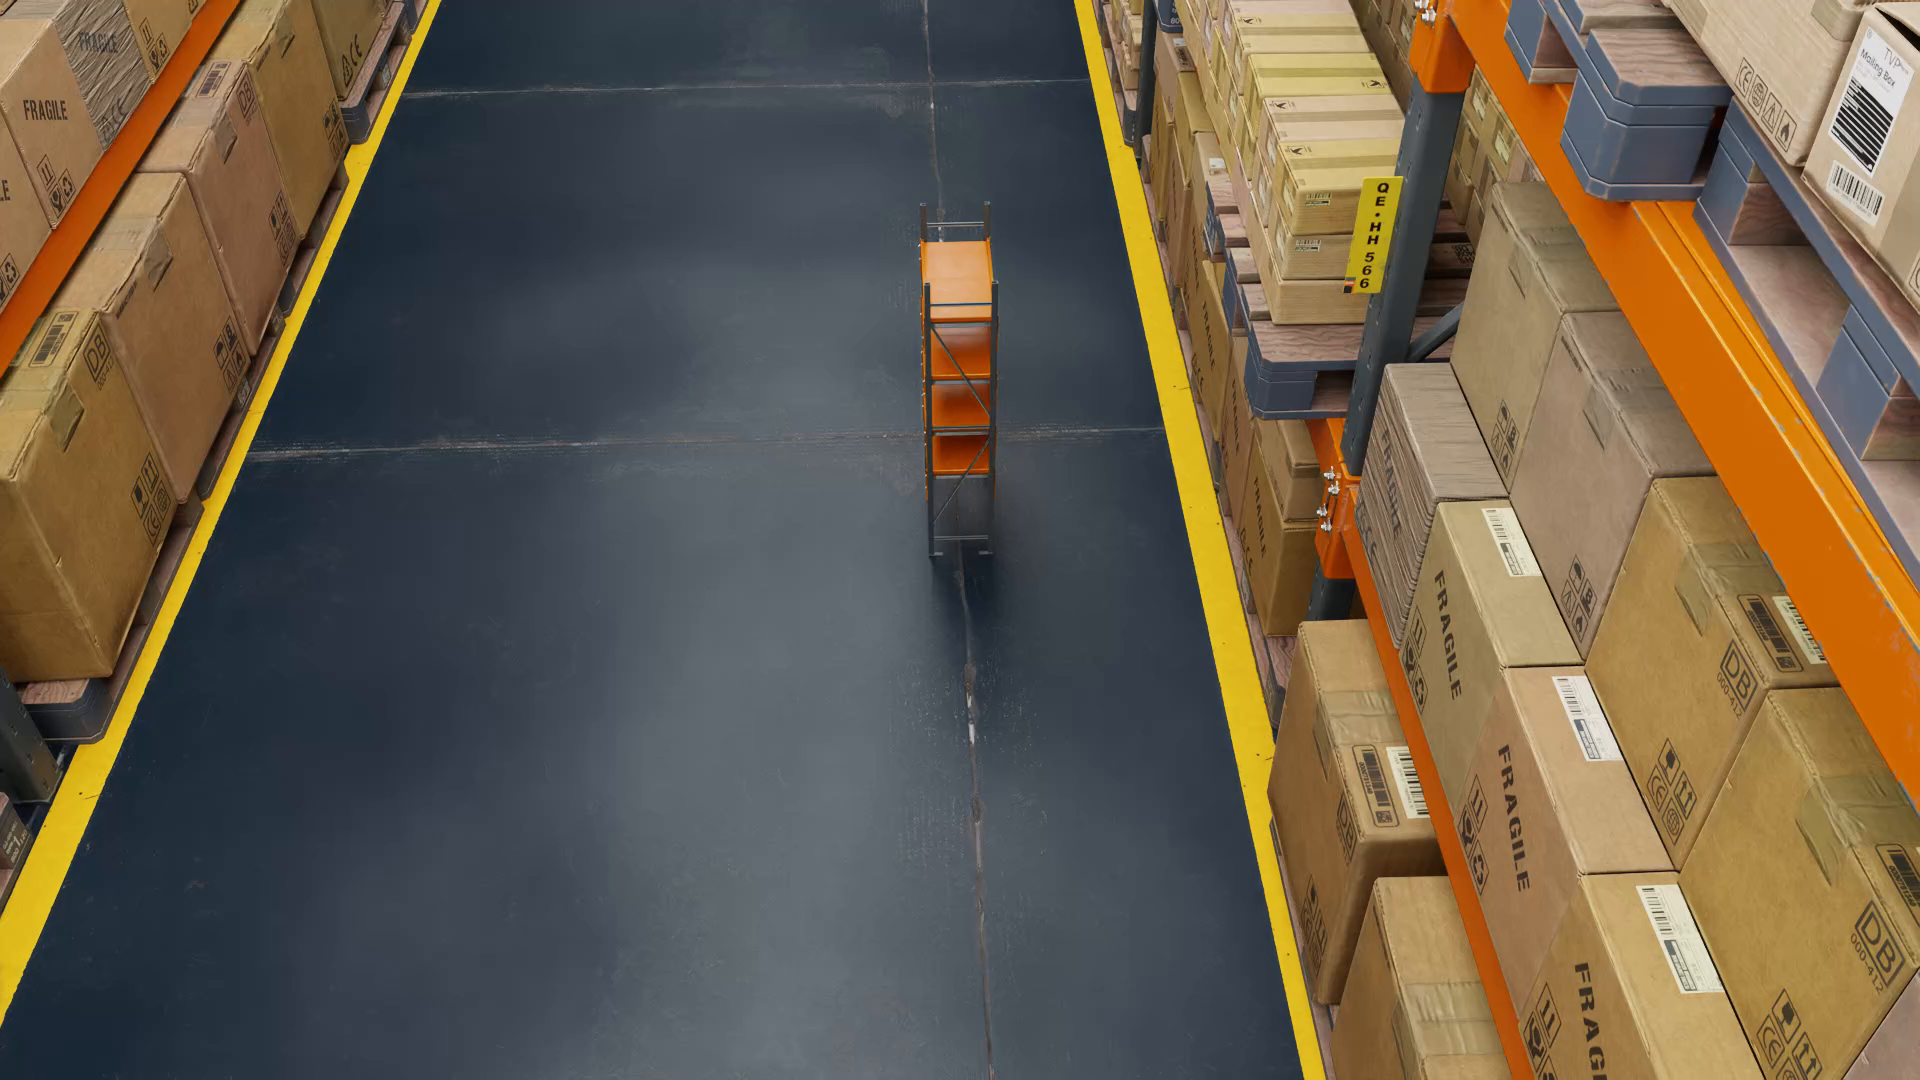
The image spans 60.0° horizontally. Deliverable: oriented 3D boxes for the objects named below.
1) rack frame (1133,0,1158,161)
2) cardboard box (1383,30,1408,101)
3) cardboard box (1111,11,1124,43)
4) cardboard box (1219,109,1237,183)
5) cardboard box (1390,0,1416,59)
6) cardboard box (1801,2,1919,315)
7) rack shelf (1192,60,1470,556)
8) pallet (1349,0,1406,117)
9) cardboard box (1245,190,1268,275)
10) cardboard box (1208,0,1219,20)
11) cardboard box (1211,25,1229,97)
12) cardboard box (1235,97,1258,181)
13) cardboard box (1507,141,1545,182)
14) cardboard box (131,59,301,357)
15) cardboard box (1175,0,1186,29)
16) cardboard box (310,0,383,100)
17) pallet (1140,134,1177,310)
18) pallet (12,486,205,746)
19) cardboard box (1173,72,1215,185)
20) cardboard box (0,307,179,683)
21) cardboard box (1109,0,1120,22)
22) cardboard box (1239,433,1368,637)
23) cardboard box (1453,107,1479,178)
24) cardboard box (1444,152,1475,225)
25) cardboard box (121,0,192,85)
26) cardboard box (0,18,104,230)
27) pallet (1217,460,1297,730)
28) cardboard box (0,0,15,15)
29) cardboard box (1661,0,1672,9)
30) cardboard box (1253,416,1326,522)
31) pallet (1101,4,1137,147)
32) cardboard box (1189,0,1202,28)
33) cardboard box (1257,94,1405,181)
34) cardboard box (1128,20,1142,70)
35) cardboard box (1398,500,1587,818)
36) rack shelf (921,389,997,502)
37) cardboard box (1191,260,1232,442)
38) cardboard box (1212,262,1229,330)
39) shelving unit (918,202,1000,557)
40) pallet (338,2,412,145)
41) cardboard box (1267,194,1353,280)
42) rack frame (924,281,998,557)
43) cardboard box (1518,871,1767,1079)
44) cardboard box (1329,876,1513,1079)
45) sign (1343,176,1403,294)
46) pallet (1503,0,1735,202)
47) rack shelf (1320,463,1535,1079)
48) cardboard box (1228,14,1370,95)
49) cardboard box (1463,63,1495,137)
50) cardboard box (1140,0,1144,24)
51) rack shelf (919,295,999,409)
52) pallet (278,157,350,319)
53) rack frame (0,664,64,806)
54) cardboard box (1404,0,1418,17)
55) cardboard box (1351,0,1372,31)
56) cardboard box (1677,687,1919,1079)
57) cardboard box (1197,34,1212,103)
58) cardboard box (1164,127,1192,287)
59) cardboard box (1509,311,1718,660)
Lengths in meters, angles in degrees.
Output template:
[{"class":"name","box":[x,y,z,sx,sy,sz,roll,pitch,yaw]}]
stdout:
[{"class":"rack frame","box":[1.375,-3.061,7.369,1.000,3.000,0.127,-2,43,-2]},{"class":"cardboard box","box":[1.670,-1.626,5.679,0.380,0.149,0.250,-1,43,-1]},{"class":"cardboard box","box":[1.015,-2.774,8.856,0.380,0.149,0.250,-3,43,-3]},{"class":"cardboard box","box":[1.038,-1.252,5.271,0.380,0.149,0.250,-2,43,-2]},{"class":"cardboard box","box":[1.669,-1.734,5.577,0.380,0.149,0.250,-2,43,-2]},{"class":"cardboard box","box":[1.399,-0.445,1.977,0.500,0.311,0.500,-2,43,-3]},{"class":"rack shelf","box":[1.460,-1.446,6.140,1.077,0.370,4.000,-2,43,-2]},{"class":"pallet","box":[1.420,-1.625,5.945,1.003,0.211,1.213,-2,43,-2]},{"class":"cardboard box","box":[1.056,-0.910,4.898,0.380,0.149,0.250,-2,43,-2]},{"class":"cardboard box","box":[1.014,-1.833,5.464,0.380,0.149,0.250,0,43,0]},{"class":"cardboard box","box":[1.024,-1.548,5.373,0.380,0.149,0.250,-2,43,-2]},{"class":"cardboard box","box":[1.043,-1.211,5.006,0.380,0.149,0.250,-1,43,-1]},{"class":"cardboard box","box":[1.719,-0.963,4.515,0.380,0.149,0.250,-2,43,-2]},{"class":"cardboard box","box":[-3.498,-1.324,6.736,1.225,0.875,0.875,-3,43,-3]},{"class":"cardboard box","box":[0.993,-1.963,6.046,0.380,0.149,0.250,-2,43,-3]},{"class":"cardboard box","box":[-3.532,-2.806,8.353,0.875,0.875,0.875,-2,43,-2]},{"class":"pallet","box":[1.410,-1.507,7.738,1.003,0.211,1.213,-2,43,-2]},{"class":"pallet","box":[-3.373,0.207,5.868,1.003,0.211,1.213,-2,43,-2]},{"class":"cardboard box","box":[1.168,-1.705,6.874,0.500,0.250,0.500,-1,43,-1]},{"class":"cardboard box","box":[-3.423,-0.124,5.428,1.225,0.875,0.875,-3,43,-4]},{"class":"cardboard box","box":[0.992,-2.841,8.708,0.380,0.149,0.250,-3,43,-3]},{"class":"cardboard box","box":[1.256,-0.031,5.603,0.500,0.500,0.500,-2,43,-2]},{"class":"cardboard box","box":[1.697,-1.228,5.024,0.380,0.149,0.250,-3,43,-3]},{"class":"cardboard box","box":[1.705,-1.094,5.099,0.380,0.149,0.250,0,43,0]},{"class":"cardboard box","box":[-3.248,-2.029,6.170,0.500,0.500,0.500,-2,43,-2]},{"class":"cardboard box","box":[-3.213,-1.353,5.432,0.500,0.500,0.500,-2,43,-3]},{"class":"pallet","box":[1.514,0.140,5.941,1.003,0.211,1.213,-2,43,-2]},{"class":"cardboard box","box":[-3.489,-2.080,5.483,0.797,0.503,0.637,0,43,0]},{"class":"cardboard box","box":[1.356,-1.130,2.724,0.500,0.311,0.500,-2,43,-2]},{"class":"cardboard box","box":[1.254,-0.325,5.368,0.500,0.250,0.500,-3,43,-3]},{"class":"pallet","box":[1.312,-2.485,8.805,1.003,0.211,1.213,-2,43,-2]},{"class":"cardboard box","box":[1.001,-1.898,5.756,0.380,0.149,0.250,-2,43,-3]},{"class":"cardboard box","box":[1.058,-1.129,4.697,0.380,0.149,0.250,-2,43,-2]},{"class":"cardboard box","box":[1.044,-2.478,8.312,0.380,0.149,0.250,-1,43,-1]},{"class":"cardboard box","box":[1.319,0.257,3.676,0.500,0.500,0.500,-2,43,-2]},{"class":"rack shelf","box":[-0.007,-0.358,6.146,0.258,0.148,0.480,-2,43,-2]},{"class":"cardboard box","box":[1.199,-0.738,6.374,0.500,0.500,0.500,-3,43,-4]},{"class":"cardboard box","box":[1.216,-1.009,6.115,0.500,0.250,0.500,-1,43,-1]},{"class":"shelving unit","box":[-0.007,-0.554,5.966,0.258,1.200,0.503,-2,43,-2]},{"class":"pallet","box":[-3.538,-2.474,8.793,1.003,0.211,1.213,-2,43,-2]},{"class":"cardboard box","box":[1.069,-0.853,4.616,0.380,0.149,0.250,-1,43,-1]},{"class":"rack frame","box":[0.003,-0.389,5.787,0.240,1.200,0.015,-2,43,-2]},{"class":"cardboard box","box":[1.359,0.933,2.938,0.500,0.500,0.500,-2,43,-2]},{"class":"cardboard box","box":[1.522,1.318,3.947,1.050,0.750,0.750,-1,43,-1]},{"class":"sign","box":[1.004,-0.736,4.035,0.100,0.325,0.005,-2,43,-2]},{"class":"pallet","box":[1.626,-0.964,3.001,1.213,0.211,1.003,0,43,0]},{"class":"rack shelf","box":[1.630,1.255,3.193,1.077,0.370,4.000,-2,43,-2]},{"class":"cardboard box","box":[1.032,-1.486,5.087,0.380,0.149,0.250,0,43,-1]},{"class":"cardboard box","box":[1.699,-1.307,4.890,0.380,0.149,0.250,-2,43,-2]},{"class":"cardboard box","box":[1.100,-2.617,8.244,0.380,0.149,0.250,-1,43,-1]},{"class":"rack shelf","box":[-0.007,-0.669,5.861,0.258,0.148,0.480,-2,43,-2]},{"class":"pallet","box":[-3.476,-1.440,7.665,1.003,0.211,1.213,-2,43,-2]},{"class":"rack frame","box":[-3.414,-0.286,4.343,1.000,3.000,0.127,-2,43,-2]},{"class":"cardboard box","box":[1.662,-1.847,5.480,0.380,0.149,0.250,0,43,0]},{"class":"cardboard box","box":[1.649,-1.981,6.067,0.380,0.149,0.250,0,43,0]},{"class":"cardboard box","box":[1.623,0.570,2.594,0.700,0.500,0.500,-2,43,-2]},{"class":"cardboard box","box":[1.016,-1.609,5.660,0.380,0.149,0.250,0,43,0]},{"class":"cardboard box","box":[1.166,-1.431,7.130,0.500,0.500,0.500,0,43,0]},{"class":"cardboard box","box":[1.577,-0.121,3.348,0.700,0.500,0.500,-2,43,-2]}]
